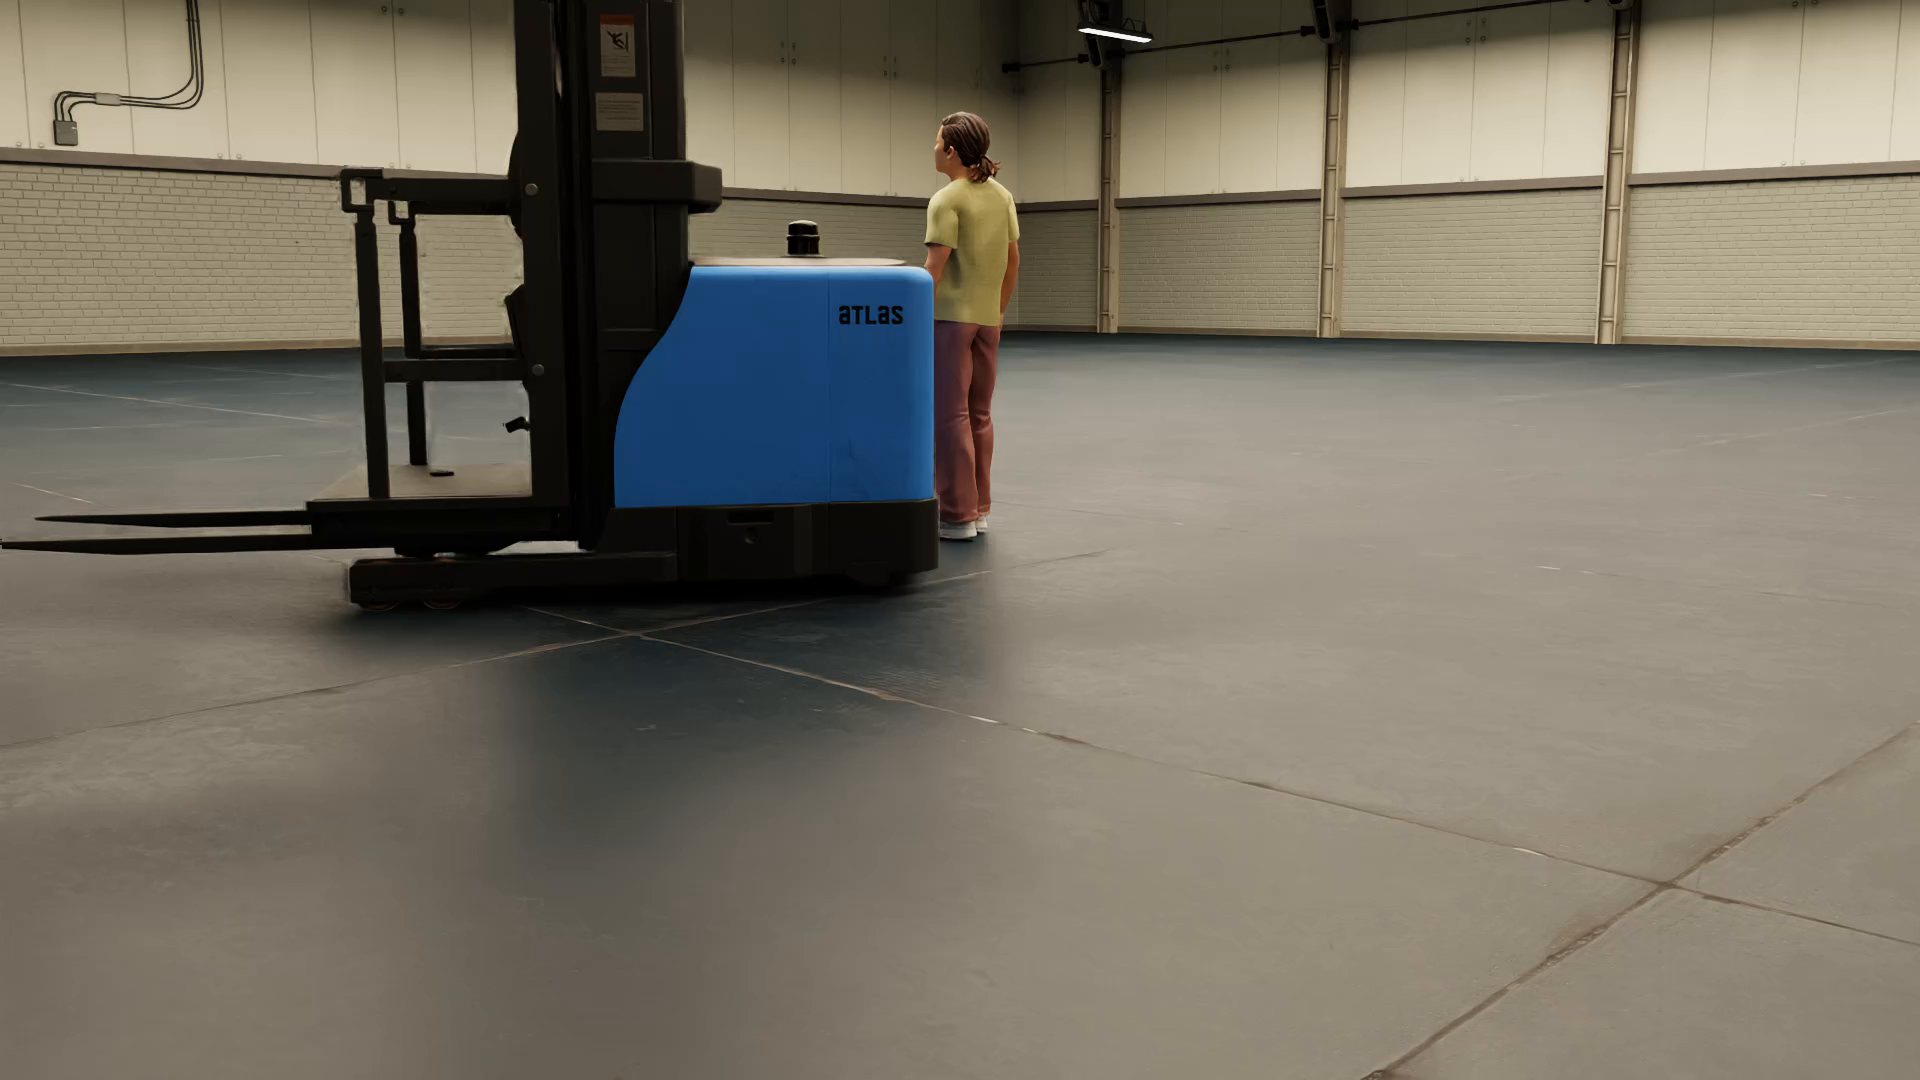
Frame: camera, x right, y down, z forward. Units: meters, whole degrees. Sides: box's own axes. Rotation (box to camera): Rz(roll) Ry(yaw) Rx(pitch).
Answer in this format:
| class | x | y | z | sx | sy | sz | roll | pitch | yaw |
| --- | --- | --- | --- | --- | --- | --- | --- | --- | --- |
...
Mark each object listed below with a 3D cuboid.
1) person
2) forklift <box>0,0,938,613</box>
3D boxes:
| class | x | y | z | sx | sy | sz | roll | pitch | yaw |
| --- | --- | --- | --- | --- | --- | --- | --- | --- | --- |
| person | -0.045 | -0.845 | 6.651 | 0.548 | 1.673 | 0.553 | 8 | 12 | 43 |
| forklift | -1.645 | -1.306 | 5.548 | 3.031 | 2.935 | 1.130 | -2 | 9 | -11 |
